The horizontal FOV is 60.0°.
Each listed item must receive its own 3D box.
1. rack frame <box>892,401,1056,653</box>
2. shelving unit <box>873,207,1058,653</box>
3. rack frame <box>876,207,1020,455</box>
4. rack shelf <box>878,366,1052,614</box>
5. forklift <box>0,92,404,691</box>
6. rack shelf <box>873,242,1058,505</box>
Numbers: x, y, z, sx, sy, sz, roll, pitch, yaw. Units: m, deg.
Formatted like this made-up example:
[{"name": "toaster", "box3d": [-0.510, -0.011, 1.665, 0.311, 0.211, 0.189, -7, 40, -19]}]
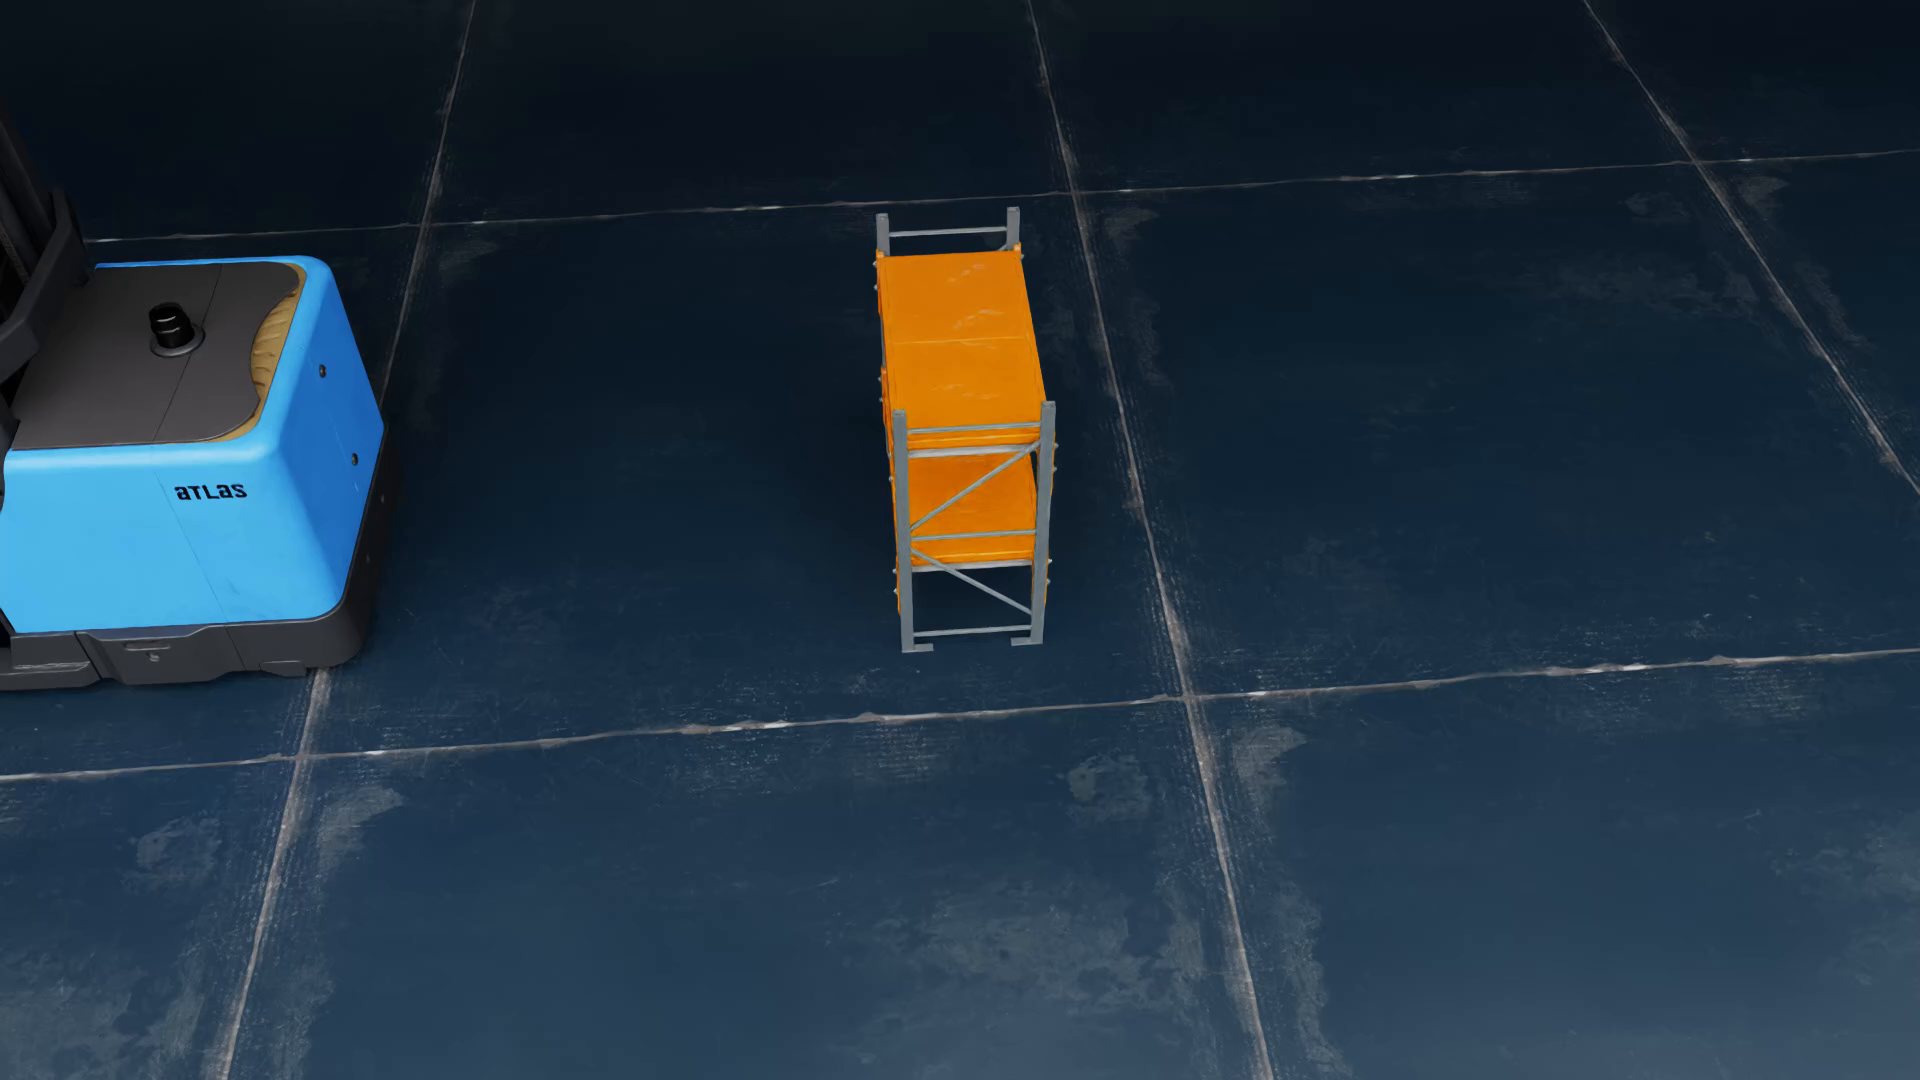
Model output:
[{"name": "rack frame", "box3d": [0.043, -0.014, 5.489, 0.500, 1.125, 0.032, -3, 47, -3]}, {"name": "shelving unit", "box3d": [0.001, -0.382, 5.837, 0.538, 1.125, 1.048, -3, 47, -3]}, {"name": "rack frame", "box3d": [-0.042, -0.750, 6.185, 0.500, 1.125, 0.032, -3, 47, -3]}, {"name": "rack shelf", "box3d": [0.001, -0.214, 6.014, 0.538, 0.278, 1.000, -3, 47, -3]}, {"name": "forklift", "box3d": [-3.623, -0.833, 5.020, 3.031, 2.935, 1.130, -3, 47, -3]}, {"name": "rack shelf", "box3d": [0.001, -0.583, 5.624, 0.538, 0.278, 1.000, -3, 47, -3]}]
